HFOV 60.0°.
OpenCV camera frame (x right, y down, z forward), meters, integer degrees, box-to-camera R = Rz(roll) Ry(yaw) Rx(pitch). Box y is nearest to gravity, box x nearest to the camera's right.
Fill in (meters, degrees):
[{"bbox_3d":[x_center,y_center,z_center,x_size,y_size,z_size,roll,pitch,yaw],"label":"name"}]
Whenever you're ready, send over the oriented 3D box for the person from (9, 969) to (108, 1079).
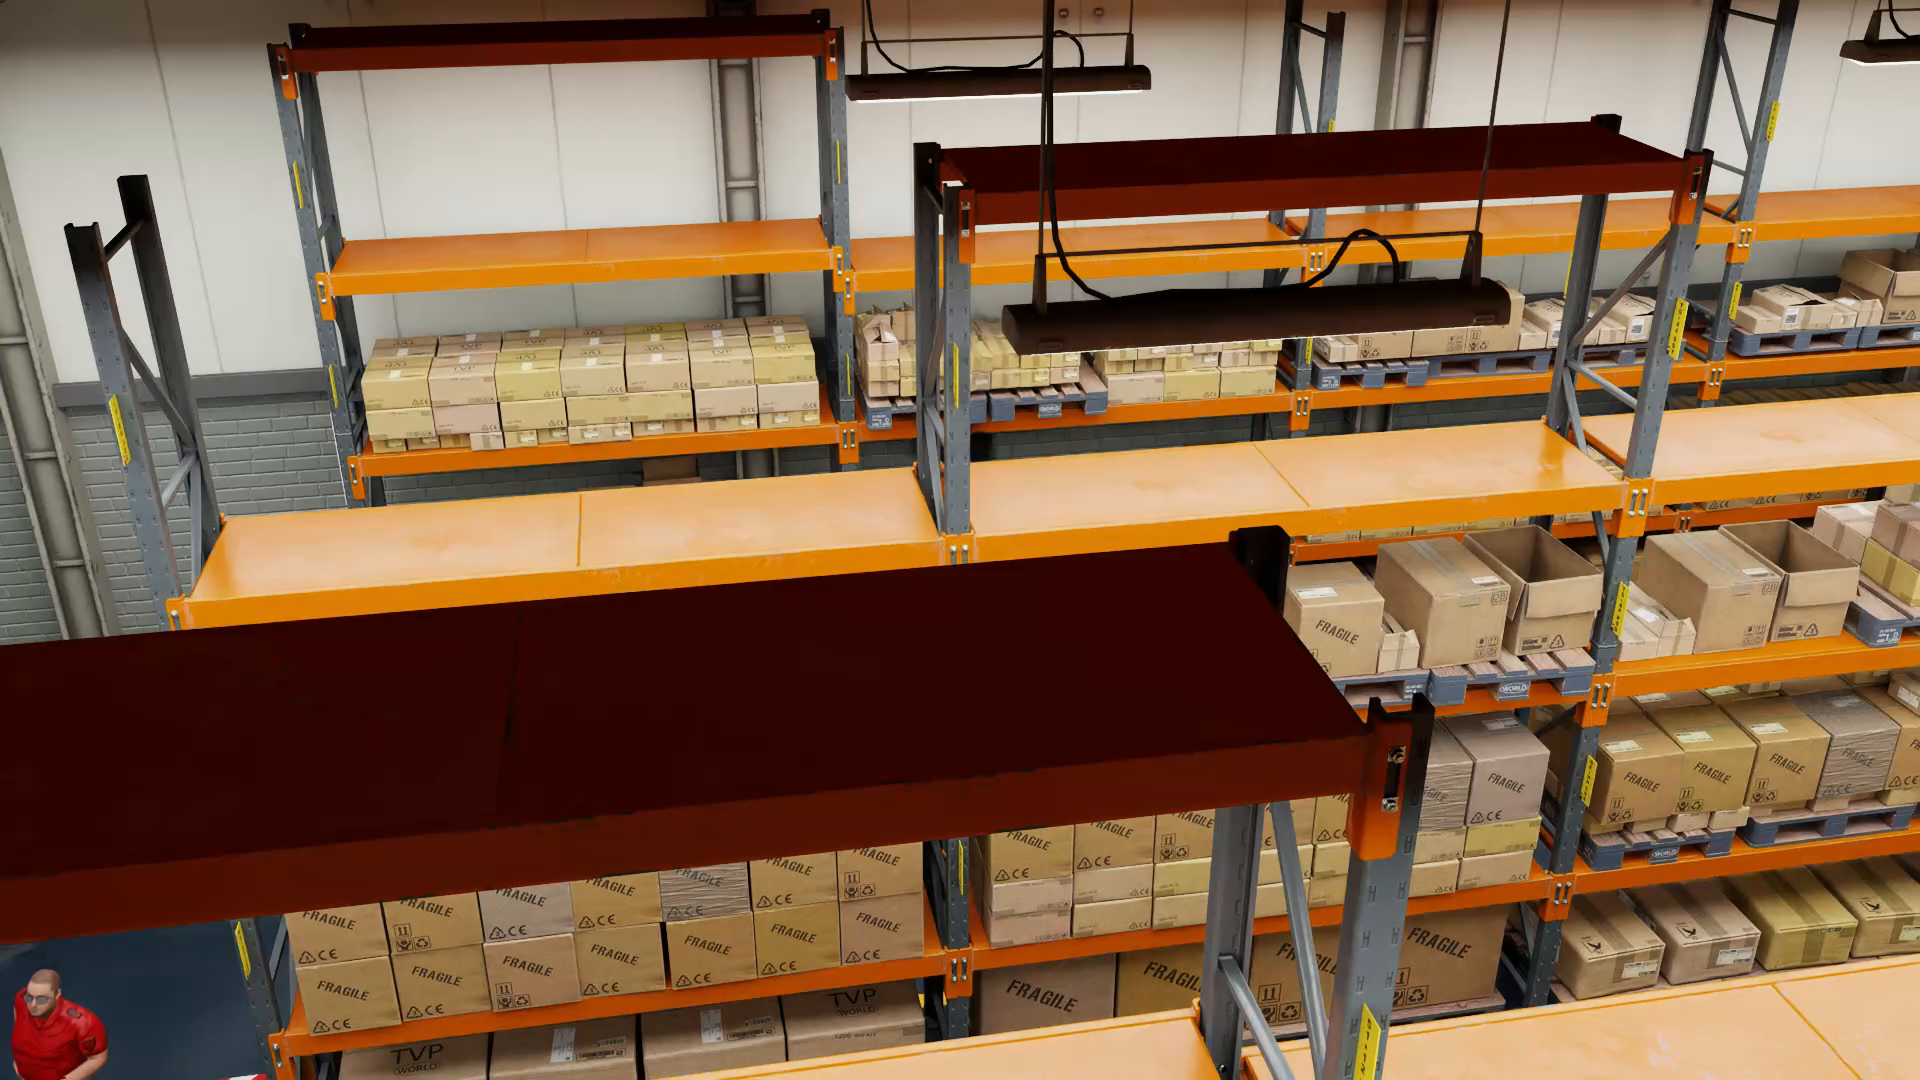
[{"bbox_3d":[-5.277,3.197,9.761,0.714,1.692,0.604,3,26,5],"label":"person"}]
